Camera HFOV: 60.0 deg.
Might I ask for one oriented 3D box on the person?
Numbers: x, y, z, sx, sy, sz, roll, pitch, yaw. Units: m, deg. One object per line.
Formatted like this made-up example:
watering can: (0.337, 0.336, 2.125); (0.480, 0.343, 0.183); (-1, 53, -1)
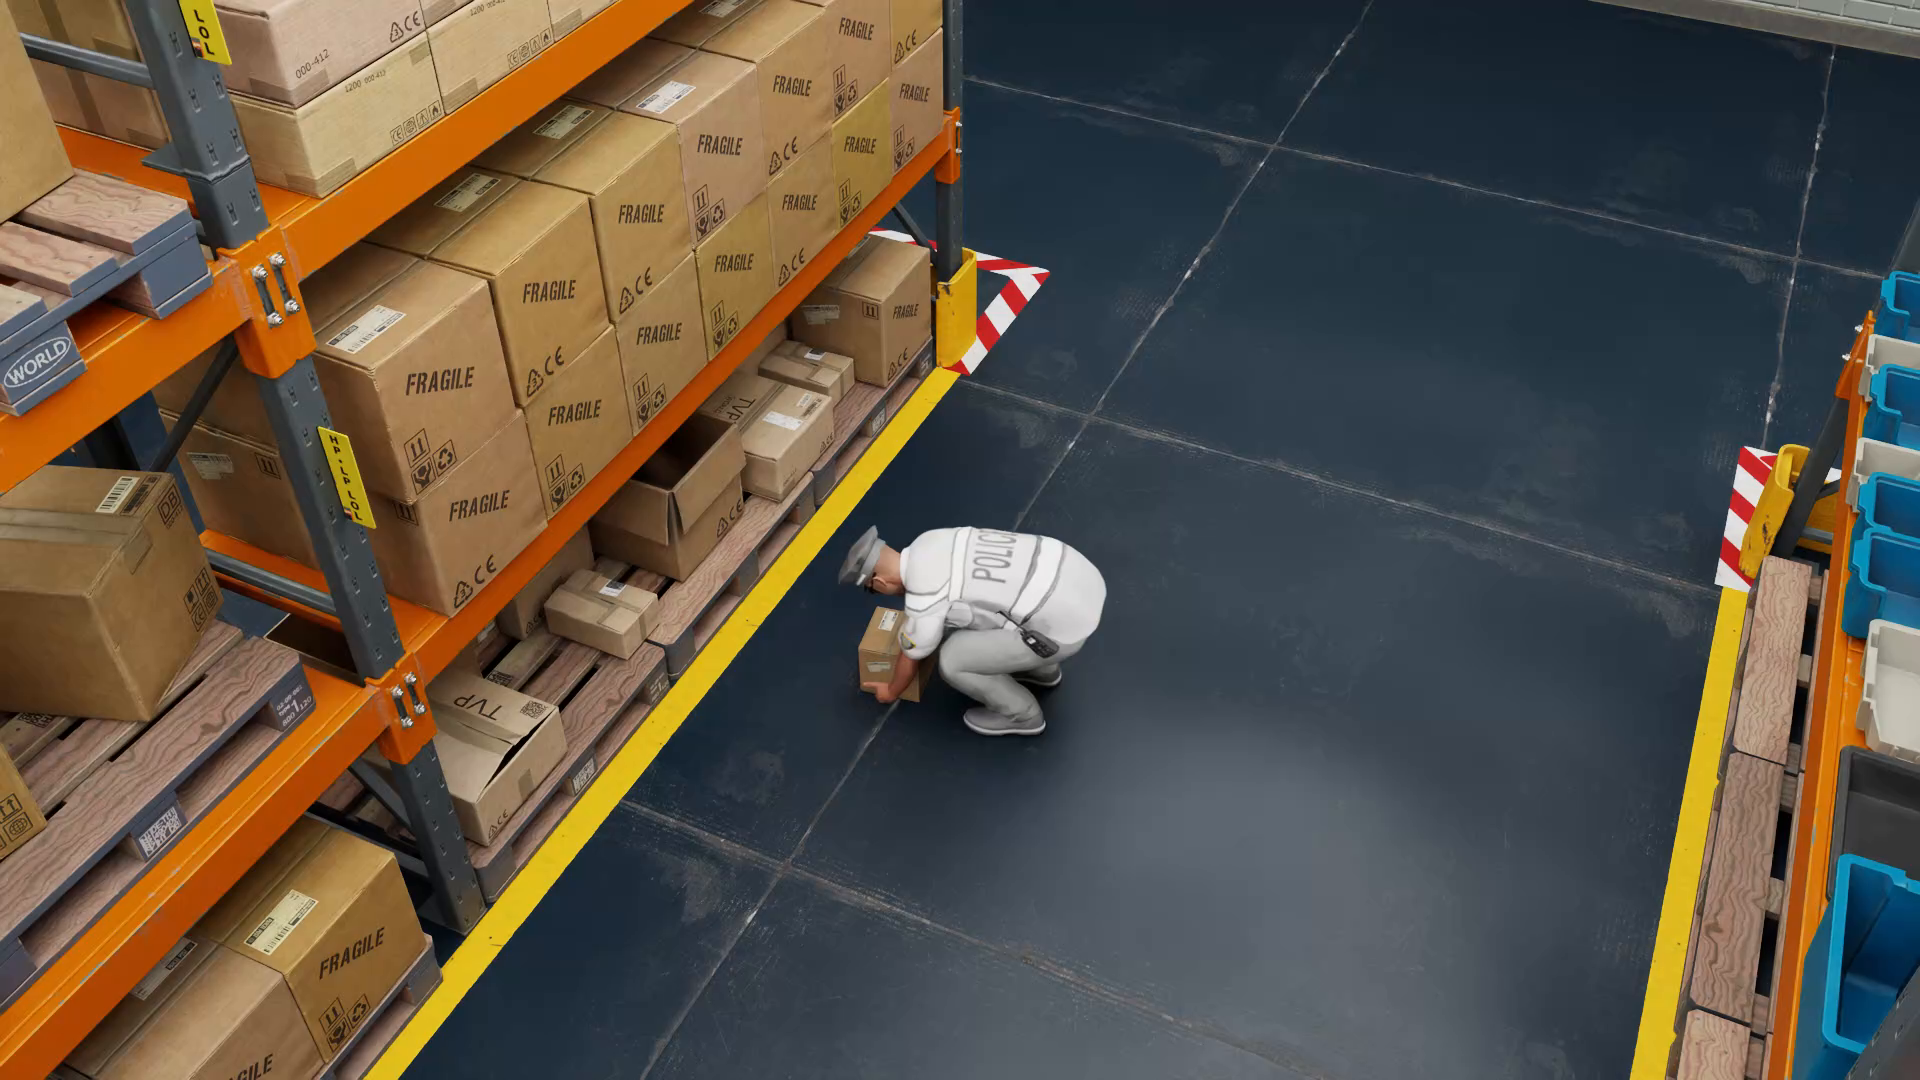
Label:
person: (0.039, 0.331, 6.517); (1.029, 0.816, 0.529); (9, 43, 10)
